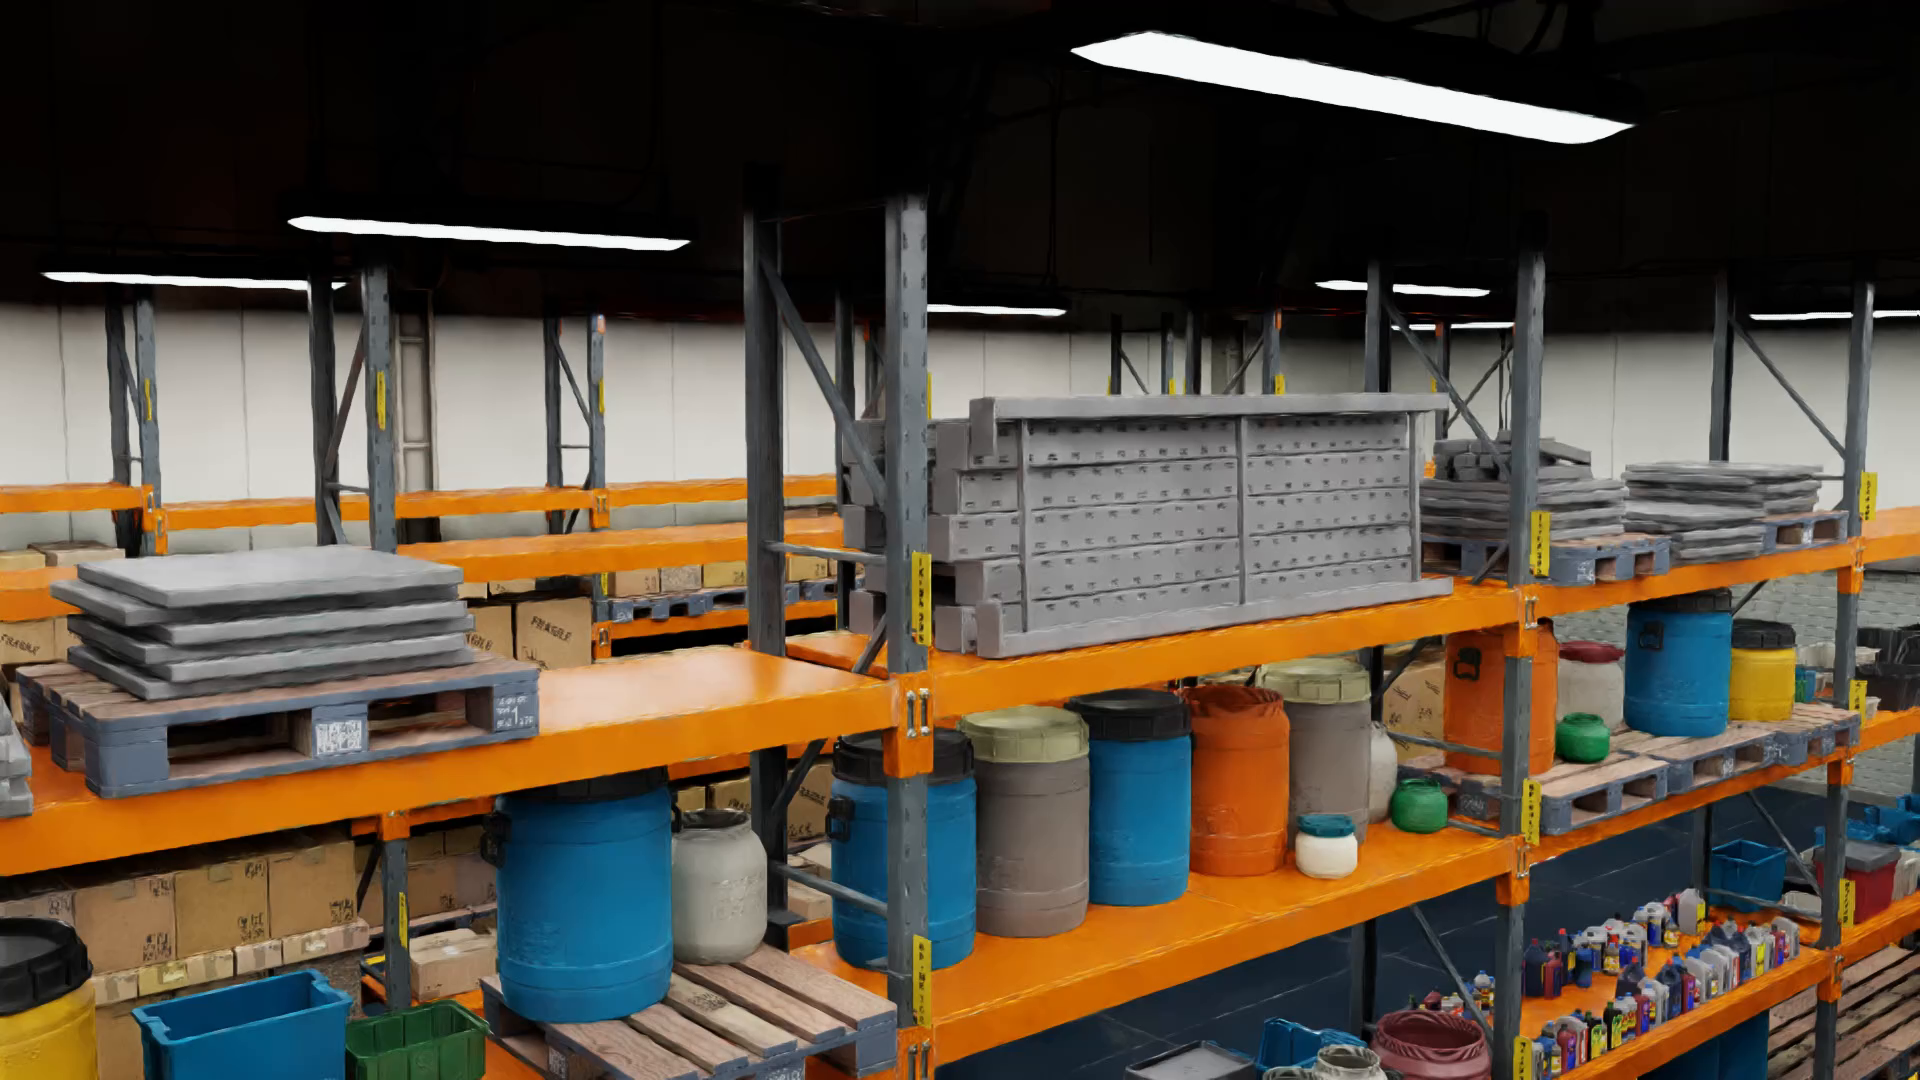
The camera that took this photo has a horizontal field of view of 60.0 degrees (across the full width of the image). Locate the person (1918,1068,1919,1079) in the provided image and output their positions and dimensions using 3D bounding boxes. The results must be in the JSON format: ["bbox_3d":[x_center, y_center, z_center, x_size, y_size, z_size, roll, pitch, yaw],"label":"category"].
[{"bbox_3d":[5.422,3.440,8.989,1.111,1.725,0.600,-5,7,-41],"label":"person"}]
